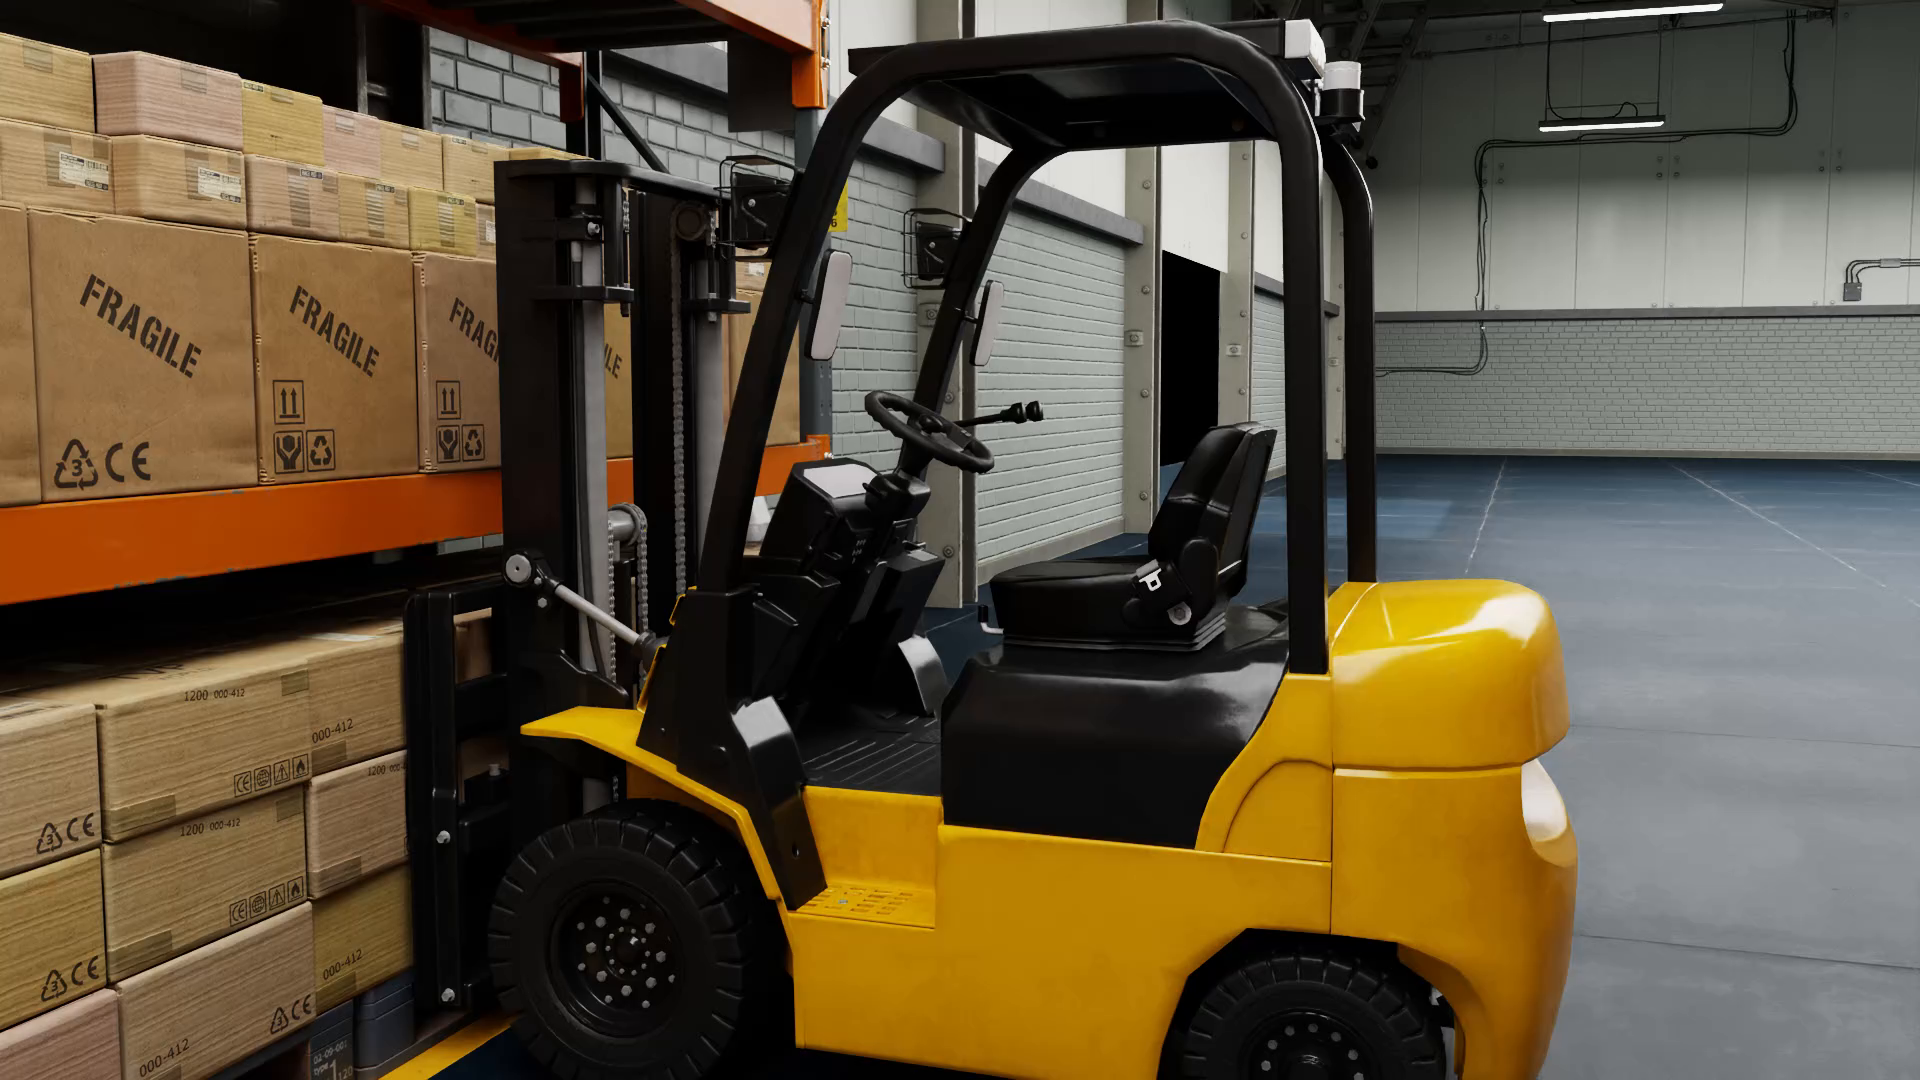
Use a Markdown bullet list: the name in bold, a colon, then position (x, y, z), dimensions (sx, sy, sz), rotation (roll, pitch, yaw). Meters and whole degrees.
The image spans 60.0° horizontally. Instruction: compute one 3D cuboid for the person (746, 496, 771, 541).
- **person**: position (-1.058, -0.013, 7.250), dimensions (0.556, 1.686, 0.459), rotation (1, 5, 8)
